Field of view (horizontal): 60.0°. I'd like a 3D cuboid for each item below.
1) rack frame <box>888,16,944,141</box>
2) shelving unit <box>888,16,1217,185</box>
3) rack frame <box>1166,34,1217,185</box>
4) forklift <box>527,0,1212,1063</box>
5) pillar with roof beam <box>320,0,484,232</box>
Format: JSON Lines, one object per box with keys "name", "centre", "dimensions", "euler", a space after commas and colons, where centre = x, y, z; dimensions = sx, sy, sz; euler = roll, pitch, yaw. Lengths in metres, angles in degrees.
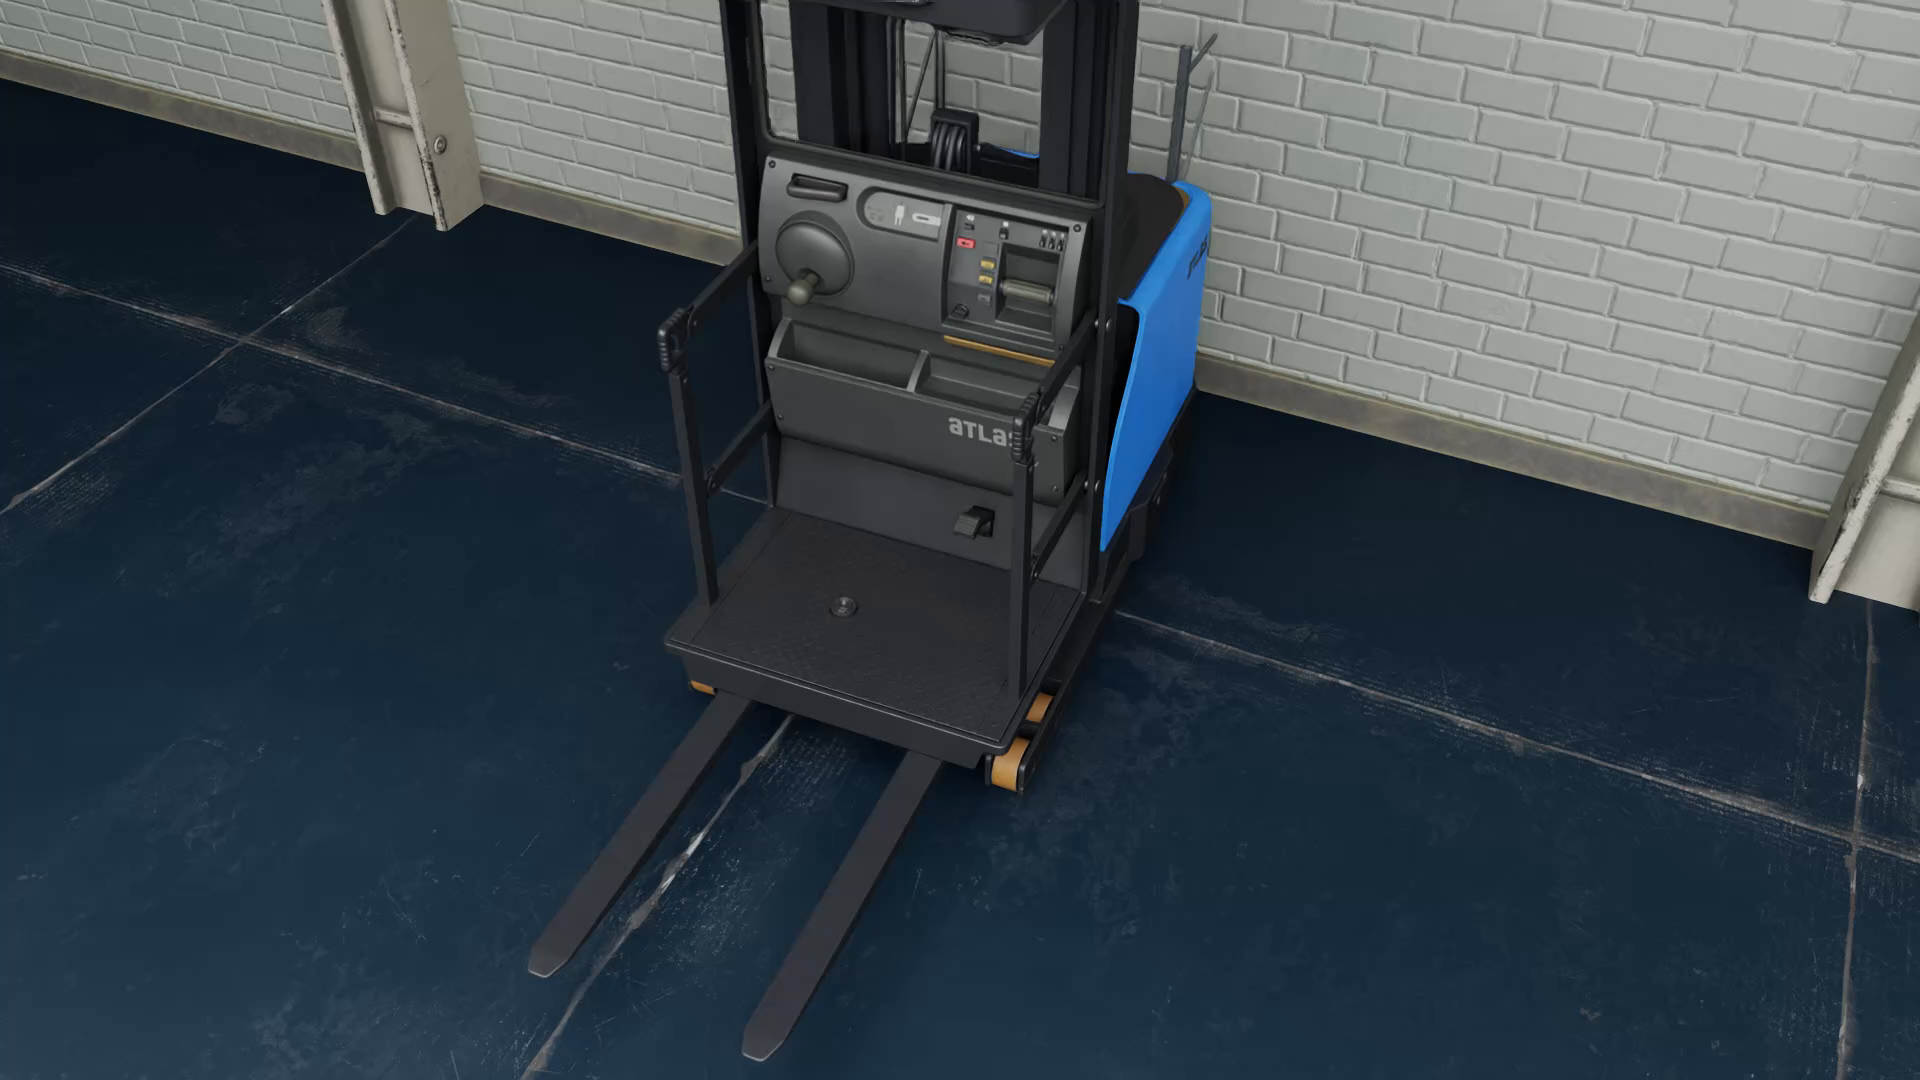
{"name": "rack frame", "centre": [-0.164, -1.343, 6.121], "dimensions": [0.032, 1.500, 0.500], "euler": [15, 40, 16]}
{"name": "shelving unit", "centre": [0.307, -1.214, 5.976], "dimensions": [1.048, 1.500, 0.538], "euler": [15, 40, 16]}
{"name": "rack frame", "centre": [0.777, -1.085, 5.832], "dimensions": [0.032, 1.500, 0.500], "euler": [15, 40, 16]}
{"name": "forklift", "centre": [-0.194, -0.690, 4.308], "dimensions": [1.130, 2.935, 3.031], "euler": [15, 43, 17]}
{"name": "pillar with roof beam", "centre": [-4.196, -2.347, 1.587], "dimensions": [0.400, 9.000, 9.100], "euler": [17, 44, 19]}
